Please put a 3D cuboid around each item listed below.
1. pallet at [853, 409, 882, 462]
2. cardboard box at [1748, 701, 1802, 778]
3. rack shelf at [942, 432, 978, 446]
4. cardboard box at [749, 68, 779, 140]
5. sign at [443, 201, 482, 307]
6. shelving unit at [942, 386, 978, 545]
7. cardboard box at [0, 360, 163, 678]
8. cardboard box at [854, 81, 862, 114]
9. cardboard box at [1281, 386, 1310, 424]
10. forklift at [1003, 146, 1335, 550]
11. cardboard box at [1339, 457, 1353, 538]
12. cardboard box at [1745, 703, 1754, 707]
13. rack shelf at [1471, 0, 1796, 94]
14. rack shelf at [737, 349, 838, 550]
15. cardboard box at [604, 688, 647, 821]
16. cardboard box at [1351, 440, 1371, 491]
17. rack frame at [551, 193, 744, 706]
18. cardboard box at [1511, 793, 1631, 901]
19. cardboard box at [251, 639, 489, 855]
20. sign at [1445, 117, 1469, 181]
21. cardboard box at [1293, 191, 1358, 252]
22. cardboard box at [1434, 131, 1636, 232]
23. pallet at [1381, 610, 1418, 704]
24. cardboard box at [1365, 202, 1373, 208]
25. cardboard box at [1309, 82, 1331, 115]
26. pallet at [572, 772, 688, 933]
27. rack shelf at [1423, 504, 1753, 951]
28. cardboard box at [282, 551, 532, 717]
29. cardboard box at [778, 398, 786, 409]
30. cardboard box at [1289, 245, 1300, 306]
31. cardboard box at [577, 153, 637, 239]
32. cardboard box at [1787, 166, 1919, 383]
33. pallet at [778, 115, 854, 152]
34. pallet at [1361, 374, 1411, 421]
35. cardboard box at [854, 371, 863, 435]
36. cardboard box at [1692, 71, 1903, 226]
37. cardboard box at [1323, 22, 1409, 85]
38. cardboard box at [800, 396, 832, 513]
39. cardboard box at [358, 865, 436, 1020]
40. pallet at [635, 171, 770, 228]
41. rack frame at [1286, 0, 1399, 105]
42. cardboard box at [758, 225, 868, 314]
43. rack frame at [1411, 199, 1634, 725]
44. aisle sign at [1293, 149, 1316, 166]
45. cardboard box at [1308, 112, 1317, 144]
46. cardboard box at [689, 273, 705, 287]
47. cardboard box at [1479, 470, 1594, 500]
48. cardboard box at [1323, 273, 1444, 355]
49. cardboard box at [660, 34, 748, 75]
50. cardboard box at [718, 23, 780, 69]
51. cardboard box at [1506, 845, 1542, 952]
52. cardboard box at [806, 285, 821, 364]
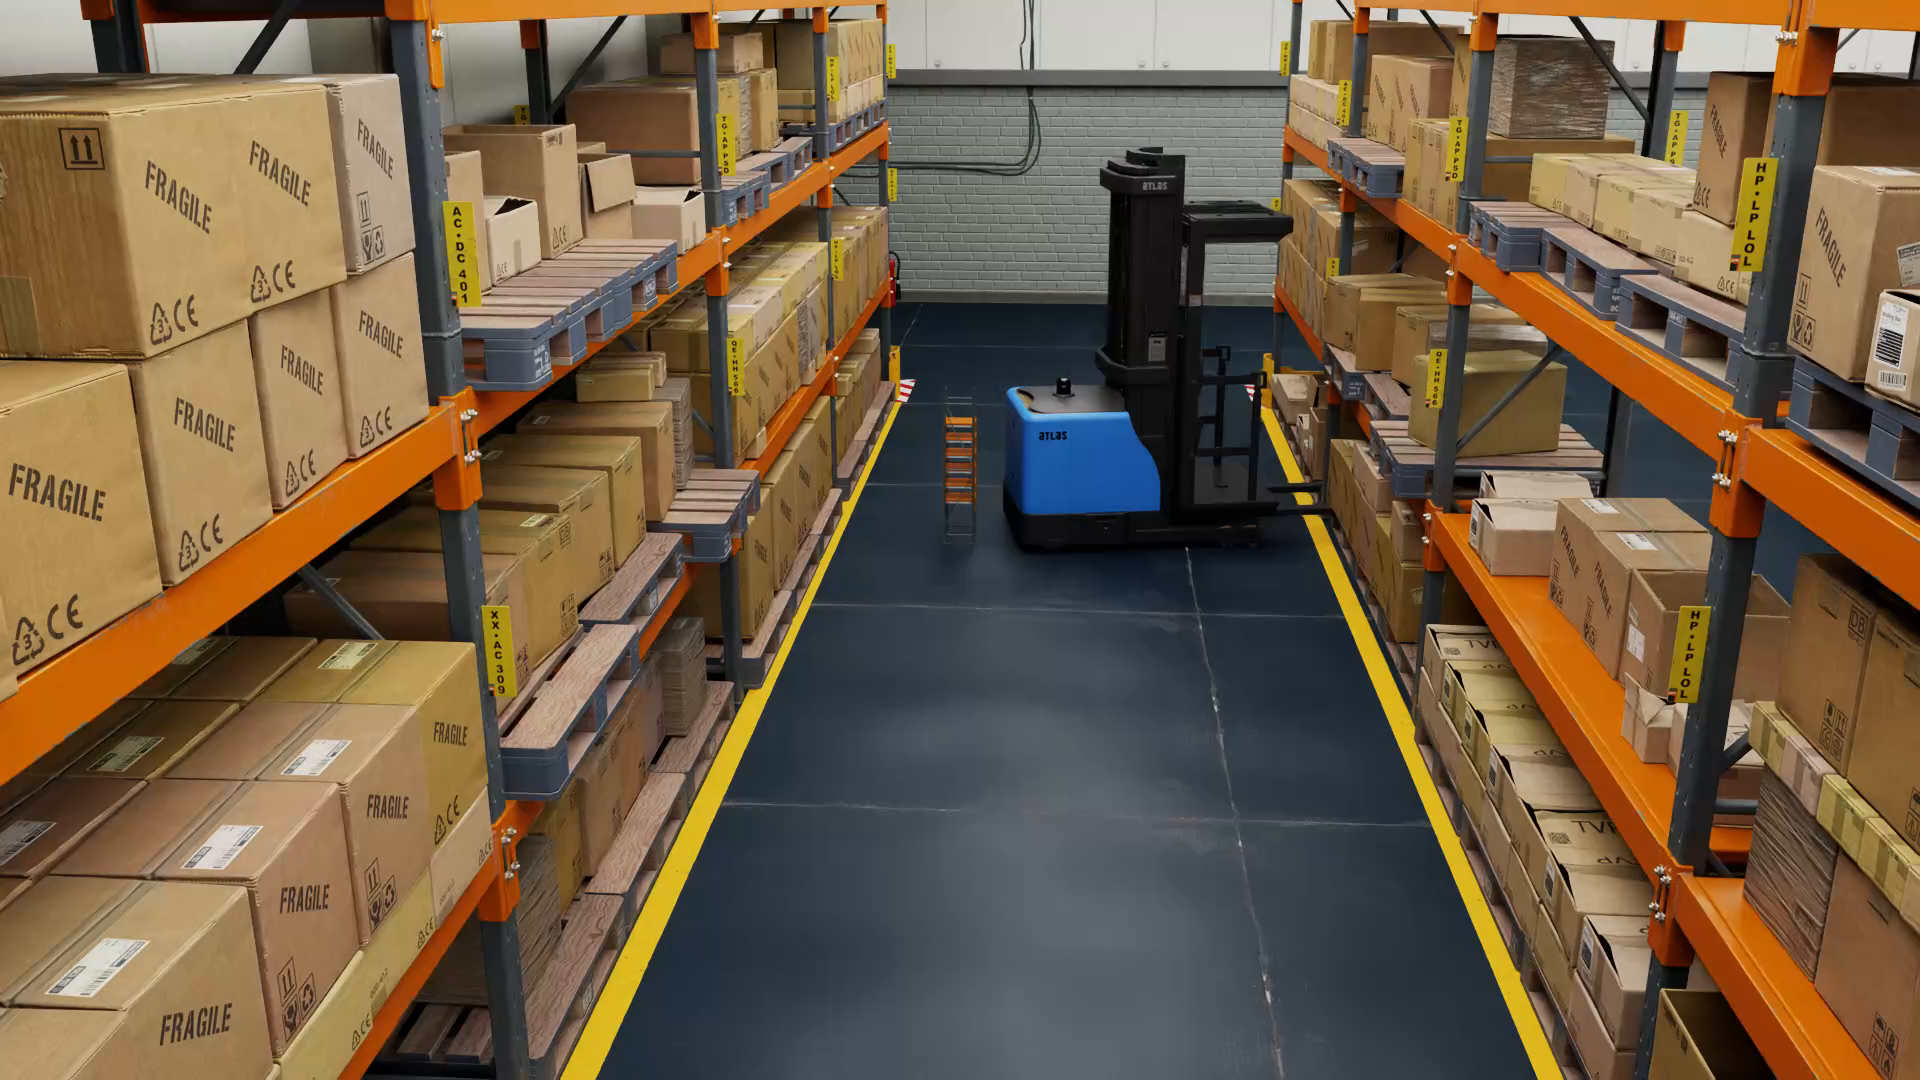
[{"bbox_3d":[-1.298,-0.998,15.629,1.003,0.211,1.213,1,18,4],"label":"pallet"},{"bbox_3d":[2.640,0.609,5.045,0.380,0.149,0.250,1,18,4],"label":"cardboard box"},{"bbox_3d":[-0.001,-0.752,12.662,0.258,0.103,0.180,1,18,4],"label":"rack shelf"},{"bbox_3d":[-1.688,-3.120,11.942,0.700,0.500,0.500,0,18,1],"label":"cardboard box"},{"bbox_3d":[-1.547,-0.885,5.160,0.100,0.325,0.005,1,18,4],"label":"sign"},{"bbox_3d":[-0.001,-0.566,12.722,0.258,1.200,0.189,1,18,4],"label":"shelving unit"},{"bbox_3d":[-1.978,-0.056,3.268,0.500,0.500,0.500,2,18,7],"label":"cardboard box"},{"bbox_3d":[-1.123,-3.836,14.401,0.500,0.250,0.500,1,18,2],"label":"cardboard box"},{"bbox_3d":[3.319,-1.271,15.693,0.500,0.250,0.500,1,18,4],"label":"cardboard box"},{"bbox_3d":[1.903,-1.497,12.785,3.031,2.935,1.130,-2,18,-7],"label":"forklift"},{"bbox_3d":[3.121,-0.310,12.358,0.500,0.500,0.500,2,18,5],"label":"cardboard box"},{"bbox_3d":[3.120,0.734,6.268,0.380,0.149,0.250,1,18,4],"label":"cardboard box"},{"bbox_3d":[2.996,-2.055,6.539,1.077,0.370,4.000,1,18,4],"label":"rack shelf"},{"bbox_3d":[-1.659,-0.745,11.536,1.077,0.370,4.000,1,18,4],"label":"rack shelf"},{"bbox_3d":[-1.962,1.050,8.210,0.700,0.500,0.500,1,18,4],"label":"cardboard box"},{"bbox_3d":[3.076,-0.521,11.800,0.500,0.250,0.500,1,18,4],"label":"cardboard box"},{"bbox_3d":[-1.802,-0.466,9.528,1.000,3.000,0.127,1,18,4],"label":"rack frame"},{"bbox_3d":[2.664,1.277,7.048,0.500,0.311,0.500,1,18,4],"label":"cardboard box"},{"bbox_3d":[-1.814,0.635,5.171,0.500,0.500,0.500,1,18,4],"label":"cardboard box"},{"bbox_3d":[2.598,-2.041,8.686,0.100,0.325,0.005,1,18,4],"label":"sign"},{"bbox_3d":[3.347,-2.914,15.233,0.500,0.500,0.500,2,18,5],"label":"cardboard box"},{"bbox_3d":[3.137,-1.966,9.128,0.910,0.500,0.500,1,18,4],"label":"cardboard box"},{"bbox_3d":[3.230,0.737,10.334,1.003,0.211,1.213,1,18,4],"label":"pallet"},{"bbox_3d":[3.850,-2.742,14.708,0.500,0.500,0.500,2,18,6],"label":"cardboard box"},{"bbox_3d":[3.304,-3.814,14.365,0.500,0.250,0.500,1,18,4],"label":"cardboard box"},{"bbox_3d":[-1.950,1.479,8.069,1.003,0.211,1.213,1,18,4],"label":"pallet"},{"bbox_3d":[2.996,0.606,7.411,1.077,0.370,4.000,1,18,4],"label":"rack shelf"},{"bbox_3d":[-2.019,0.362,6.133,0.700,0.500,0.500,1,18,4],"label":"cardboard box"},{"bbox_3d":[-1.423,-1.011,11.564,0.380,0.149,0.250,2,18,6],"label":"cardboard box"},{"bbox_3d":[3.347,-2.441,15.394,0.500,0.500,0.500,1,18,4],"label":"cardboard box"},{"bbox_3d":[-1.988,-1.550,7.820,0.797,0.503,0.637,4,19,12],"label":"cardboard box"},{"bbox_3d":[2.553,-0.703,4.374,0.500,0.500,0.500,3,18,8],"label":"cardboard box"},{"bbox_3d":[-1.446,-3.346,13.641,1.003,0.211,1.213,1,18,4],"label":"pallet"},{"bbox_3d":[3.274,-0.870,11.068,1.003,0.211,1.213,1,18,4],"label":"pallet"},{"bbox_3d":[-1.281,-1.265,15.308,0.700,0.500,0.500,2,18,5],"label":"cardboard box"},{"bbox_3d":[2.953,-1.393,5.901,0.500,0.500,0.500,3,18,9],"label":"cardboard box"},{"bbox_3d":[3.514,-4.165,14.234,0.700,0.500,0.500,1,18,4],"label":"cardboard box"},{"bbox_3d":[-1.432,-0.682,12.964,0.750,0.750,0.750,1,18,5],"label":"cardboard box"},{"bbox_3d":[-1.865,1.146,4.816,0.500,0.250,0.500,1,18,4],"label":"cardboard box"},{"bbox_3d":[-1.809,-2.003,9.705,1.213,0.211,1.003,2,18,6],"label":"pallet"},{"bbox_3d":[3.712,-5.692,15.843,1.000,3.000,0.127,1,18,4],"label":"rack frame"},{"bbox_3d":[-1.360,-2.472,15.168,0.980,0.700,0.700,0,18,1],"label":"cardboard box"},{"bbox_3d":[3.139,-0.357,9.195,1.000,3.000,0.127,1,18,4],"label":"rack frame"},{"bbox_3d":[3.424,-4.105,16.457,0.394,0.787,0.004,1,18,4],"label":"aisle sign"},{"bbox_3d":[3.310,-3.576,14.443,0.500,0.250,0.500,1,18,4],"label":"cardboard box"},{"bbox_3d":[-1.912,-1.646,11.254,0.500,0.250,0.500,1,18,3],"label":"cardboard box"},{"bbox_3d":[3.069,-0.202,8.867,0.500,0.311,0.500,2,18,7],"label":"cardboard box"},{"bbox_3d":[3.169,-1.704,12.471,0.700,0.500,0.500,-5,19,-15],"label":"cardboard box"},{"bbox_3d":[-1.734,-3.305,11.303,0.500,0.250,0.500,1,18,2],"label":"cardboard box"},{"bbox_3d":[-1.698,-3.888,13.356,0.500,0.500,0.500,1,18,3],"label":"cardboard box"},{"bbox_3d":[2.667,1.541,7.143,0.500,0.250,0.500,2,18,5],"label":"cardboard box"},{"bbox_3d":[-1.324,-1.599,12.316,0.500,0.500,0.500,1,18,4],"label":"cardboard box"}]
